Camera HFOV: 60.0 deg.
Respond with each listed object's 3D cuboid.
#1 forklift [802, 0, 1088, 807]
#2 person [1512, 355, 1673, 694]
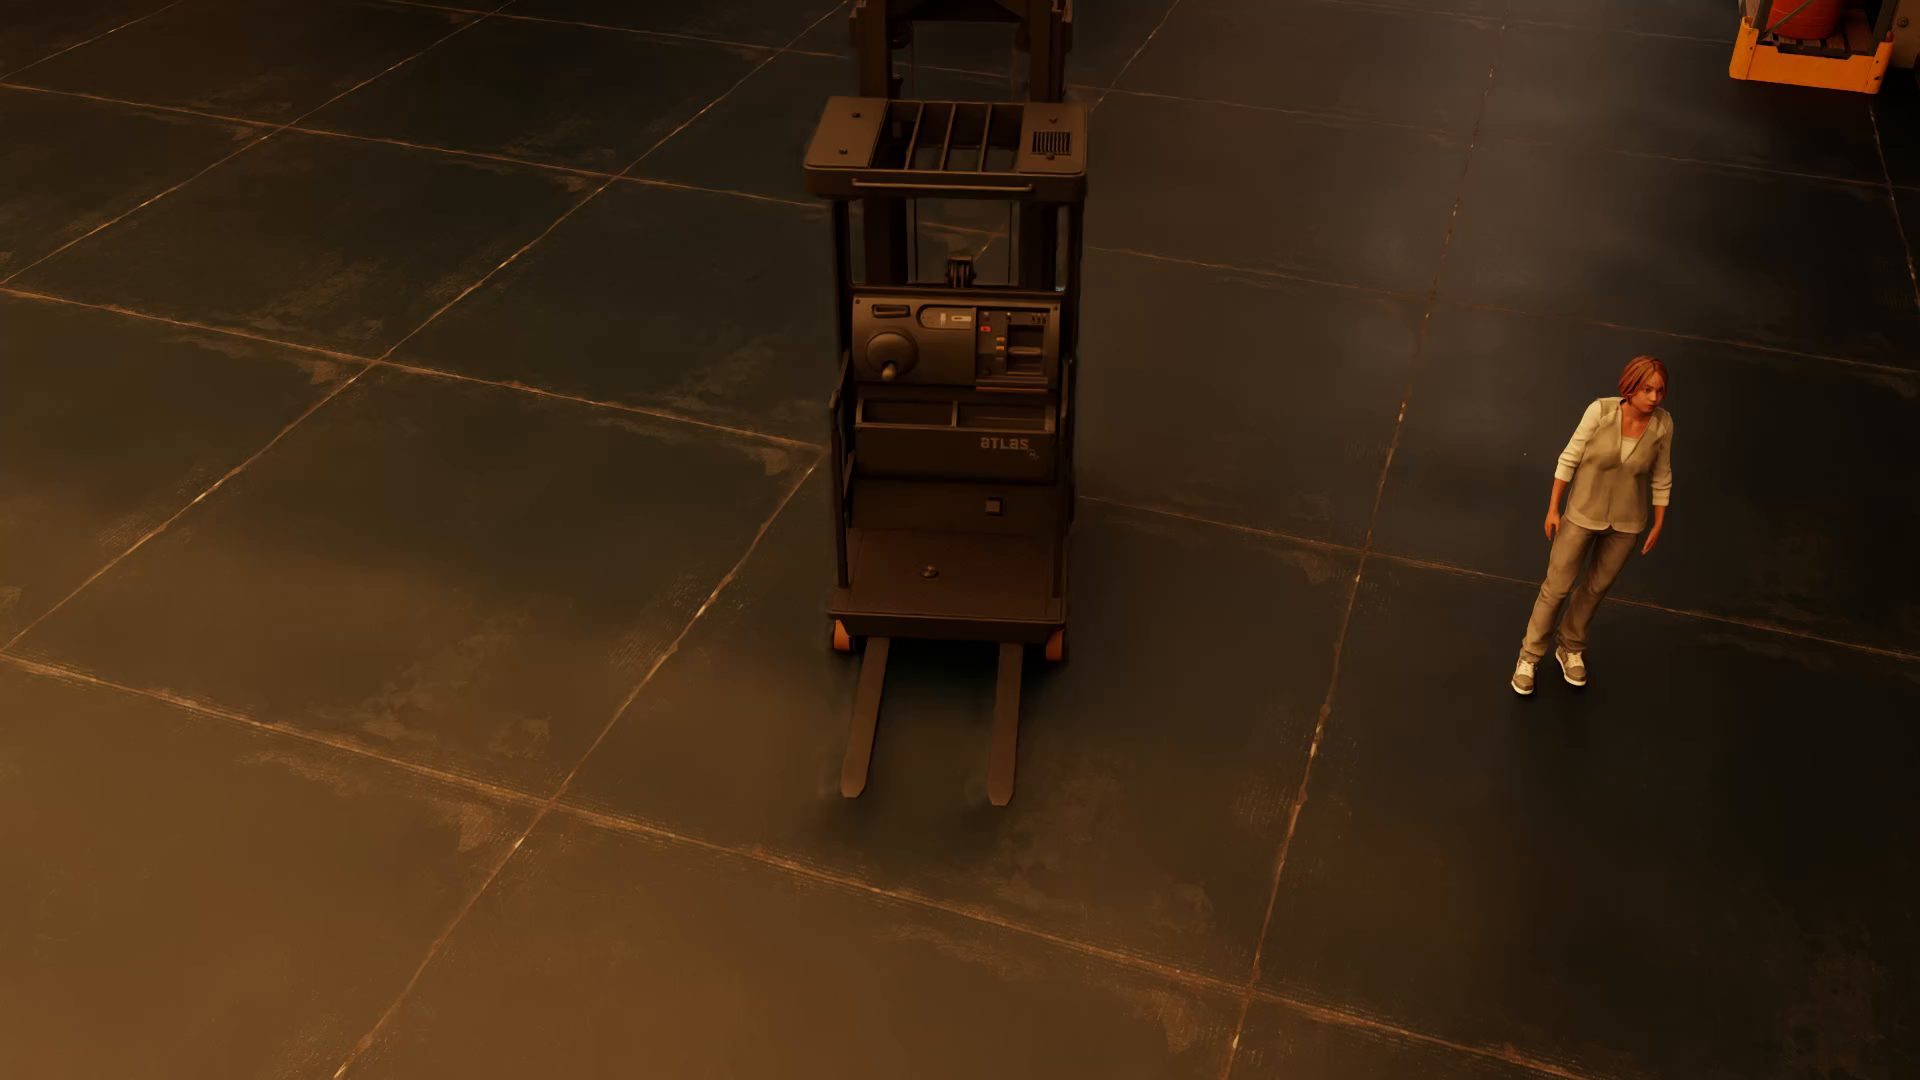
[{"bbox_3d":[-0.031,-0.824,7.273,1.130,2.935,3.031,2,35,3],"label":"forklift"},{"bbox_3d":[2.828,-0.042,7.311,0.518,1.597,0.476,6,36,8],"label":"person"}]
